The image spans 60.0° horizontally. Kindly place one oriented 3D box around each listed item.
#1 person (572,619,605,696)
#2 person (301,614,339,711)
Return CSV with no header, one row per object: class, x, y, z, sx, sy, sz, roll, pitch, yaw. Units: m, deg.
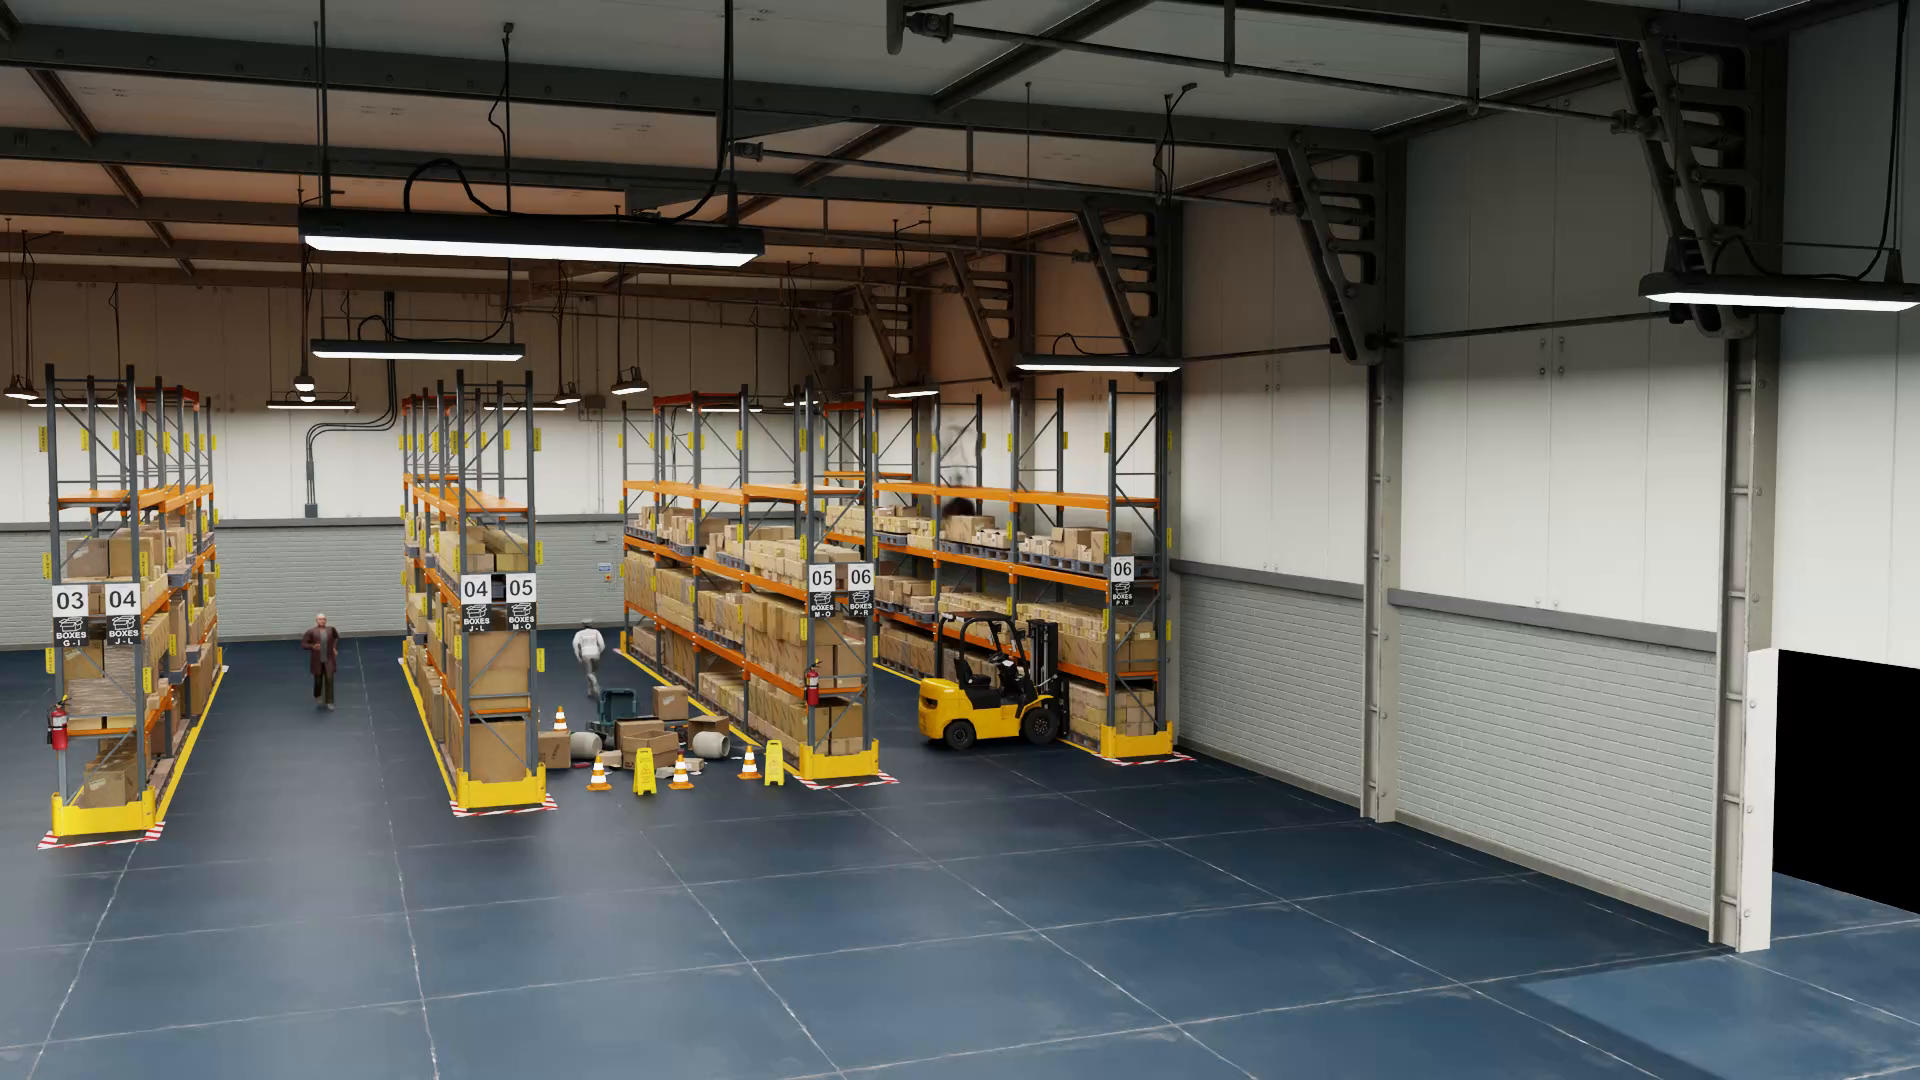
person,-7.301,2.348,32.764,0.637,1.522,0.868,-1,4,-23
person,-11.938,2.264,31.109,0.709,1.771,1.022,-2,4,-31
